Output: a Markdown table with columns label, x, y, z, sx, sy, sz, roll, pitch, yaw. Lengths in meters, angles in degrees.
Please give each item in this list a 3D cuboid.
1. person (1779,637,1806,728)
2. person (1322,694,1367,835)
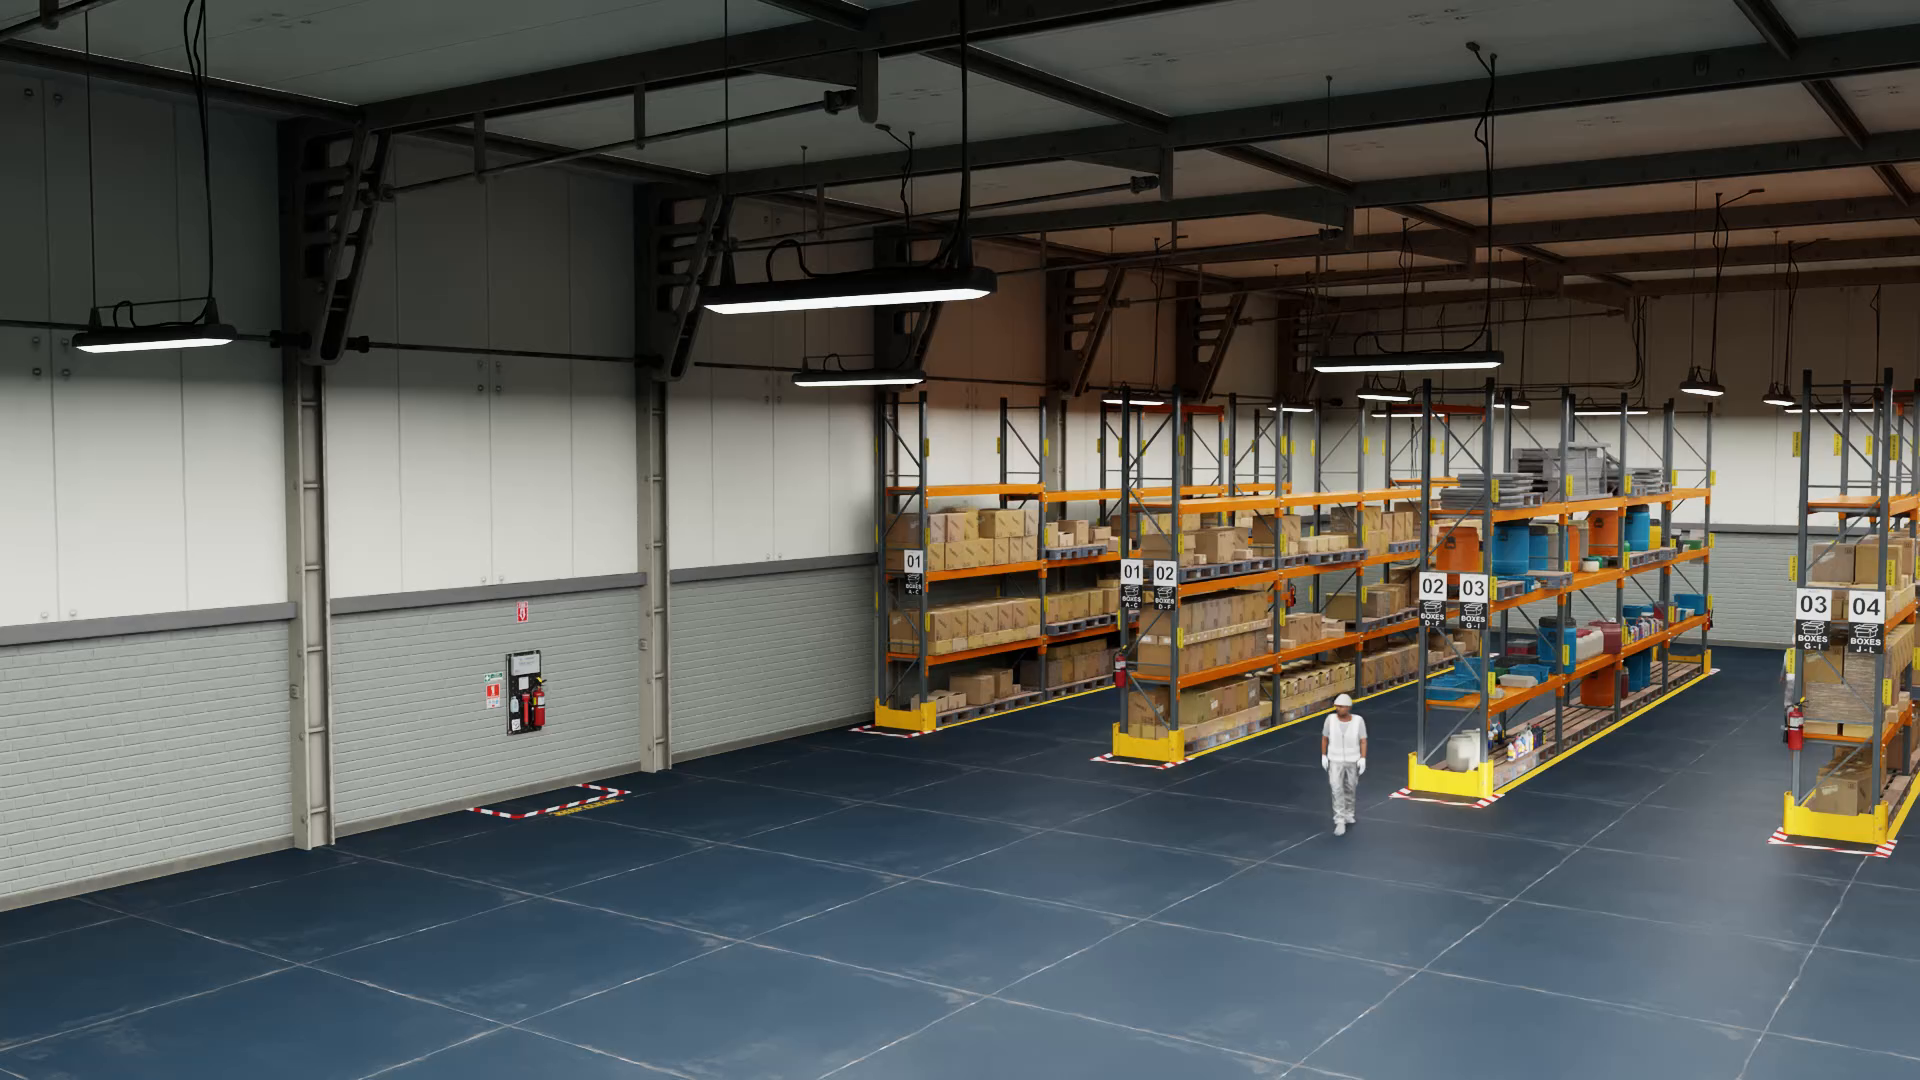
| label | x | y | z | sx | sy | sz | roll | pitch | yaw |
| --- | --- | --- | --- | --- | --- | --- | --- | --- | --- |
| person | 14.861 | 2.503 | 29.404 | 0.600 | 1.751 | 0.634 | 1 | 3 | 10 |
| person | 5.033 | 2.898 | 21.766 | 0.580 | 1.760 | 0.883 | 1 | 3 | 12 |
